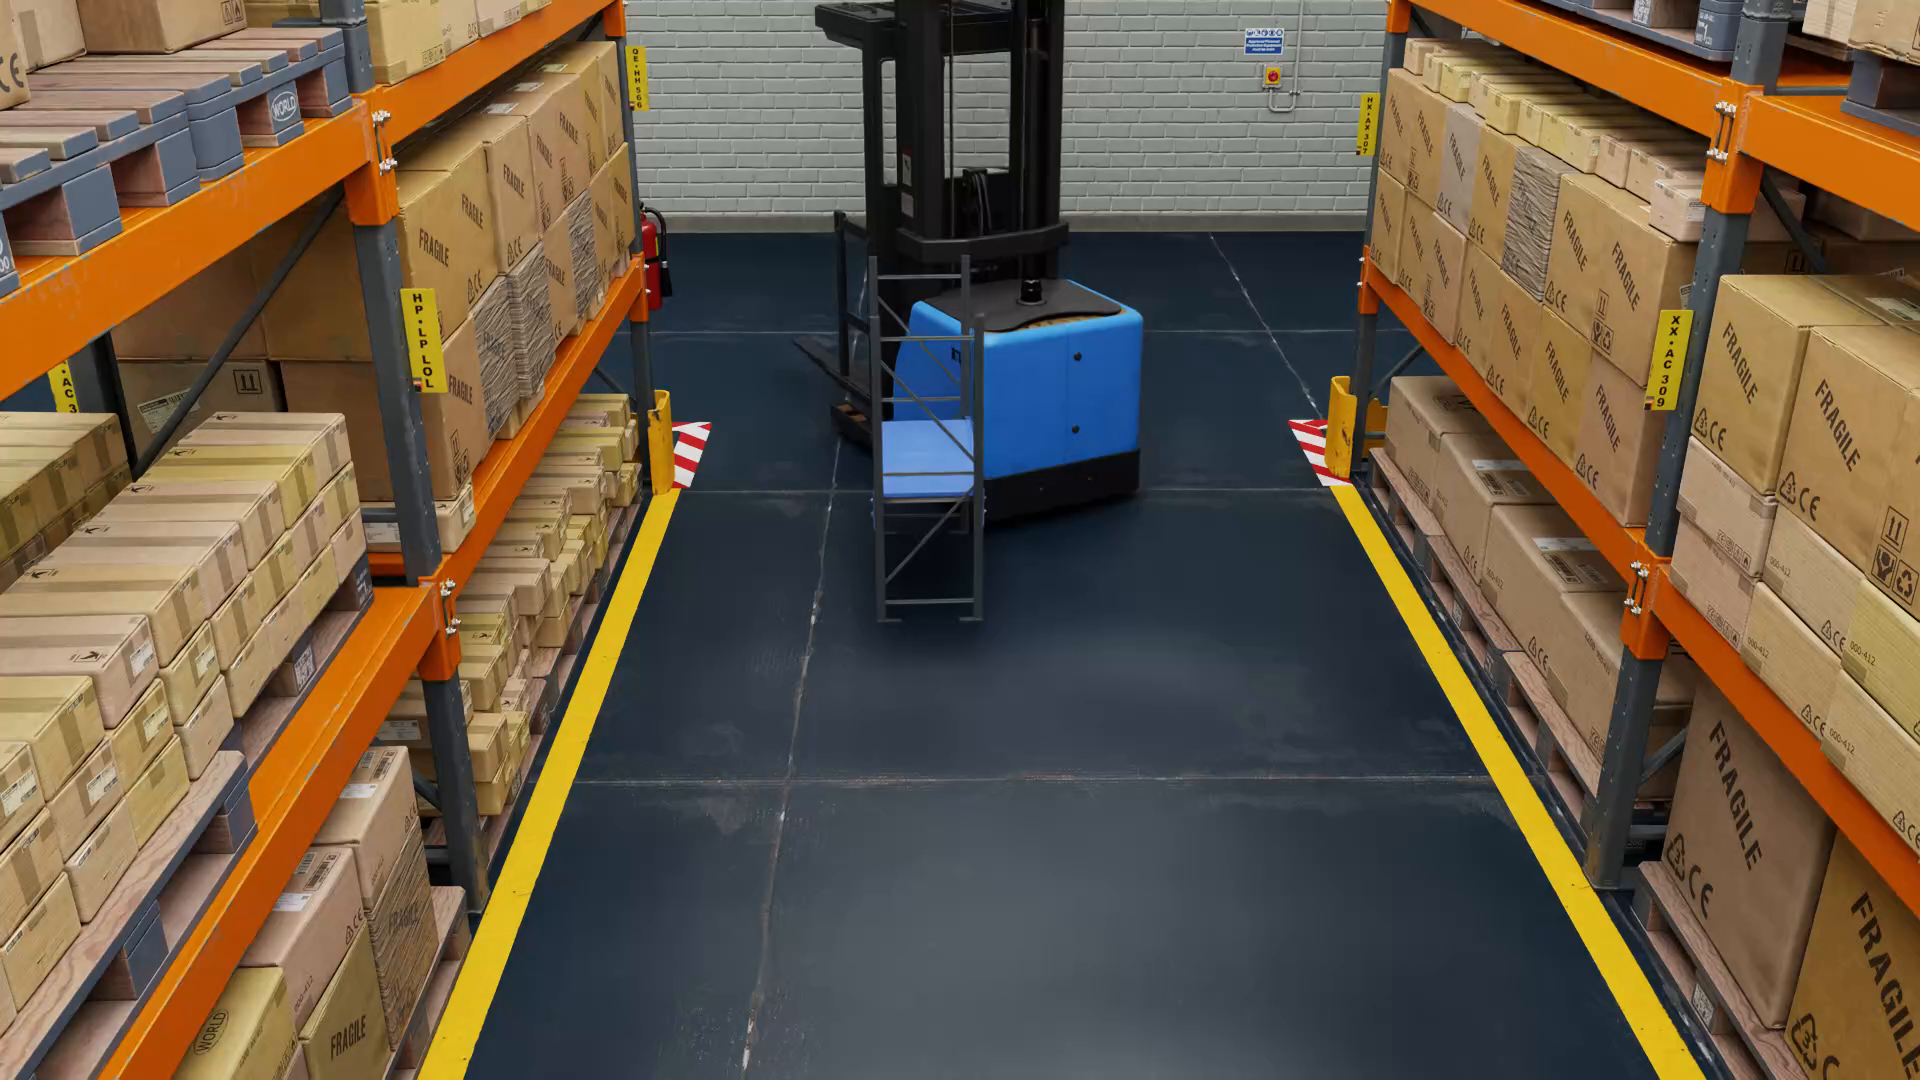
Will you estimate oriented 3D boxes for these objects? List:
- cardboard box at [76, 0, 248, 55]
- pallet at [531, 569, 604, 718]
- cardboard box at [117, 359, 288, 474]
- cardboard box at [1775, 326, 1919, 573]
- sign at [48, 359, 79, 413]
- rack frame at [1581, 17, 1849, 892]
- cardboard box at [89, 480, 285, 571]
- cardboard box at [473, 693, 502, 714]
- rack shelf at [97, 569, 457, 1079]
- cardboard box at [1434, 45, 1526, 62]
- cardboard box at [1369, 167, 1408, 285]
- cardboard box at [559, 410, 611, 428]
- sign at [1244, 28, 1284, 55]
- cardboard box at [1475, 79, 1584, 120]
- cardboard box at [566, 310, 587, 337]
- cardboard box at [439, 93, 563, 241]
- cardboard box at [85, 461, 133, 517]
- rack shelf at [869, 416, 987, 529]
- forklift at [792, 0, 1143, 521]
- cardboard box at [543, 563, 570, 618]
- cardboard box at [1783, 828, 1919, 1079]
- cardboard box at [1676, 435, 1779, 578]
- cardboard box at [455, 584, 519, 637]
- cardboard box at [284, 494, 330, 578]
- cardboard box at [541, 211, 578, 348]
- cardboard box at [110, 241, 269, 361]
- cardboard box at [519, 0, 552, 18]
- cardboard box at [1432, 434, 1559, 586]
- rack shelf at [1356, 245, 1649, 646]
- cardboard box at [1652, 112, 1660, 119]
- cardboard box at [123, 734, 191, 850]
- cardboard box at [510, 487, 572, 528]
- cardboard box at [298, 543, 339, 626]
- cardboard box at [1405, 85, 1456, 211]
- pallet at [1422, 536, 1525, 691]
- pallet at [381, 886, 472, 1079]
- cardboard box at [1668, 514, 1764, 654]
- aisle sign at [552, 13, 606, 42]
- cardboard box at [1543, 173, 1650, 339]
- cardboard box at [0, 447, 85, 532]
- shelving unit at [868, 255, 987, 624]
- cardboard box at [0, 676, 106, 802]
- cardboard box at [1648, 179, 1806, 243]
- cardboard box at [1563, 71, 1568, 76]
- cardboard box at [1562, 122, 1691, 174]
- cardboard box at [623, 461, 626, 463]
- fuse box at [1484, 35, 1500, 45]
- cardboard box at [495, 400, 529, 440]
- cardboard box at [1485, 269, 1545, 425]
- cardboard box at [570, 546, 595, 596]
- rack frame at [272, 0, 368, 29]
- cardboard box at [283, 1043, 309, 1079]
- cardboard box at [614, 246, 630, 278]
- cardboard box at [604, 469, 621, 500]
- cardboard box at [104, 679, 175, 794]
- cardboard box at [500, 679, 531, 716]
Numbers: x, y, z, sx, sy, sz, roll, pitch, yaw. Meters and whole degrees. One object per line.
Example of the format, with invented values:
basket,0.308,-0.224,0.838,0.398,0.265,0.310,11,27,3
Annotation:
cardboard box,-2.283,-1.517,4.193,0.700,0.500,0.500,0,24,0
pallet,-2.236,0.420,7.565,1.003,0.211,1.213,0,24,-1
cardboard box,-2.465,-0.449,5.621,0.500,0.500,0.500,0,24,0
cardboard box,2.522,-0.243,4.312,0.500,0.500,0.500,0,24,-1
sign,-2.720,-0.459,5.074,0.100,0.325,0.005,0,24,-1
rack frame,2.772,-0.134,5.406,1.000,3.000,0.127,0,24,-1
cardboard box,-1.973,-0.036,4.263,0.380,0.149,0.250,-1,24,-2
cardboard box,-1.954,0.647,6.267,0.380,0.149,0.250,0,24,0
rack shelf,-2.155,1.082,3.591,1.077,0.370,4.000,0,24,-1
cardboard box,2.529,-2.324,8.126,0.380,0.149,0.250,0,24,1
cardboard box,2.446,-1.629,8.589,0.500,0.500,0.500,0,24,-1
cardboard box,-2.016,-0.561,8.578,0.380,0.149,0.250,0,24,0
sign,2.594,-4.254,14.187,0.327,0.218,0.001,0,24,-1
cardboard box,2.454,-1.897,7.182,0.380,0.149,0.250,0,24,0
cardboard box,-1.952,-1.051,7.739,0.380,0.149,0.250,-1,24,-3
cardboard box,-1.938,-1.526,6.789,0.500,0.500,0.500,-1,24,-2
cardboard box,-2.633,-0.118,4.805,0.380,0.149,0.250,0,24,0
rack shelf,-0.173,-0.344,8.127,0.538,0.185,1.000,-1,24,-3
forklift,-0.137,-2.006,9.629,1.130,2.935,3.031,-12,27,-25
cardboard box,-1.911,0.218,7.216,0.380,0.149,0.250,0,24,-1
cardboard box,2.876,1.270,4.370,0.875,0.875,0.875,0,24,1
cardboard box,2.494,-0.111,4.930,0.500,0.250,0.500,-1,24,-2
cardboard box,-1.995,0.299,6.678,0.380,0.149,0.250,-1,24,-2
cardboard box,-1.971,-0.011,4.568,0.380,0.149,0.250,0,24,0
cardboard box,-1.948,-1.089,7.035,0.500,0.500,0.500,1,24,2
cardboard box,-2.453,-0.899,5.402,0.500,0.500,0.500,-1,24,-2
cardboard box,-1.921,-2.197,6.509,0.500,0.250,0.500,1,24,2
cardboard box,2.853,-0.157,8.058,0.875,0.438,0.875,0,24,1
rack shelf,2.750,-0.630,7.376,1.077,0.370,4.000,0,24,-1
cardboard box,3.030,-1.689,6.724,0.380,0.149,0.250,0,24,0
cardboard box,-1.957,0.553,3.683,0.380,0.149,0.250,1,24,2
cardboard box,-1.996,-0.128,7.621,0.380,0.149,0.250,-1,24,-2
cardboard box,-1.971,0.123,4.633,0.380,0.149,0.250,0,24,0
cardboard box,2.461,-1.871,7.913,0.500,0.500,0.500,-1,24,-2
pallet,2.825,0.319,7.788,1.003,0.211,1.213,0,24,-1
pallet,-2.167,1.521,5.130,1.003,0.211,1.213,0,24,-1
cardboard box,2.512,0.117,5.033,0.500,0.250,0.500,-1,24,-2
aisle sign,-1.922,-2.934,8.443,0.394,0.787,0.004,0,24,-1
cardboard box,2.493,-1.037,6.069,0.500,0.500,0.500,-1,24,-1
cardboard box,-2.624,-0.139,4.490,0.380,0.149,0.250,0,24,1
shelving unit,-0.173,-0.508,8.053,0.538,1.500,1.048,-1,24,-3
cardboard box,-1.960,0.395,3.311,0.380,0.149,0.250,-1,24,-1
cardboard box,2.450,-1.056,5.323,0.380,0.149,0.250,-1,24,-2
cardboard box,3.007,-2.117,7.670,0.380,0.149,0.250,0,24,1
cardboard box,2.503,-1.475,6.250,0.380,0.149,0.250,0,24,-1
cardboard box,-2.007,-0.395,8.932,0.380,0.149,0.250,0,24,0
fuse box,4.745,-3.468,14.341,0.539,1.711,0.414,0,24,-1
cardboard box,-1.920,-0.506,6.533,0.380,0.149,0.250,0,24,0
cardboard box,2.480,-0.788,6.732,0.500,0.500,0.500,-1,24,-1
cardboard box,-1.922,0.139,7.752,0.380,0.149,0.250,0,24,0
rack frame,-2.177,-2.803,4.028,1.000,3.000,0.127,0,24,-1
cardboard box,-1.911,1.604,4.087,0.500,0.500,0.500,-1,24,-2
cardboard box,-1.935,-1.471,8.666,0.380,0.149,0.250,0,24,0
cardboard box,-1.922,-0.316,8.397,0.380,0.149,0.250,-1,24,-3
cardboard box,-1.957,0.424,3.607,0.380,0.149,0.250,0,24,0
cardboard box,-1.917,0.674,6.569,0.380,0.149,0.250,0,24,-1
